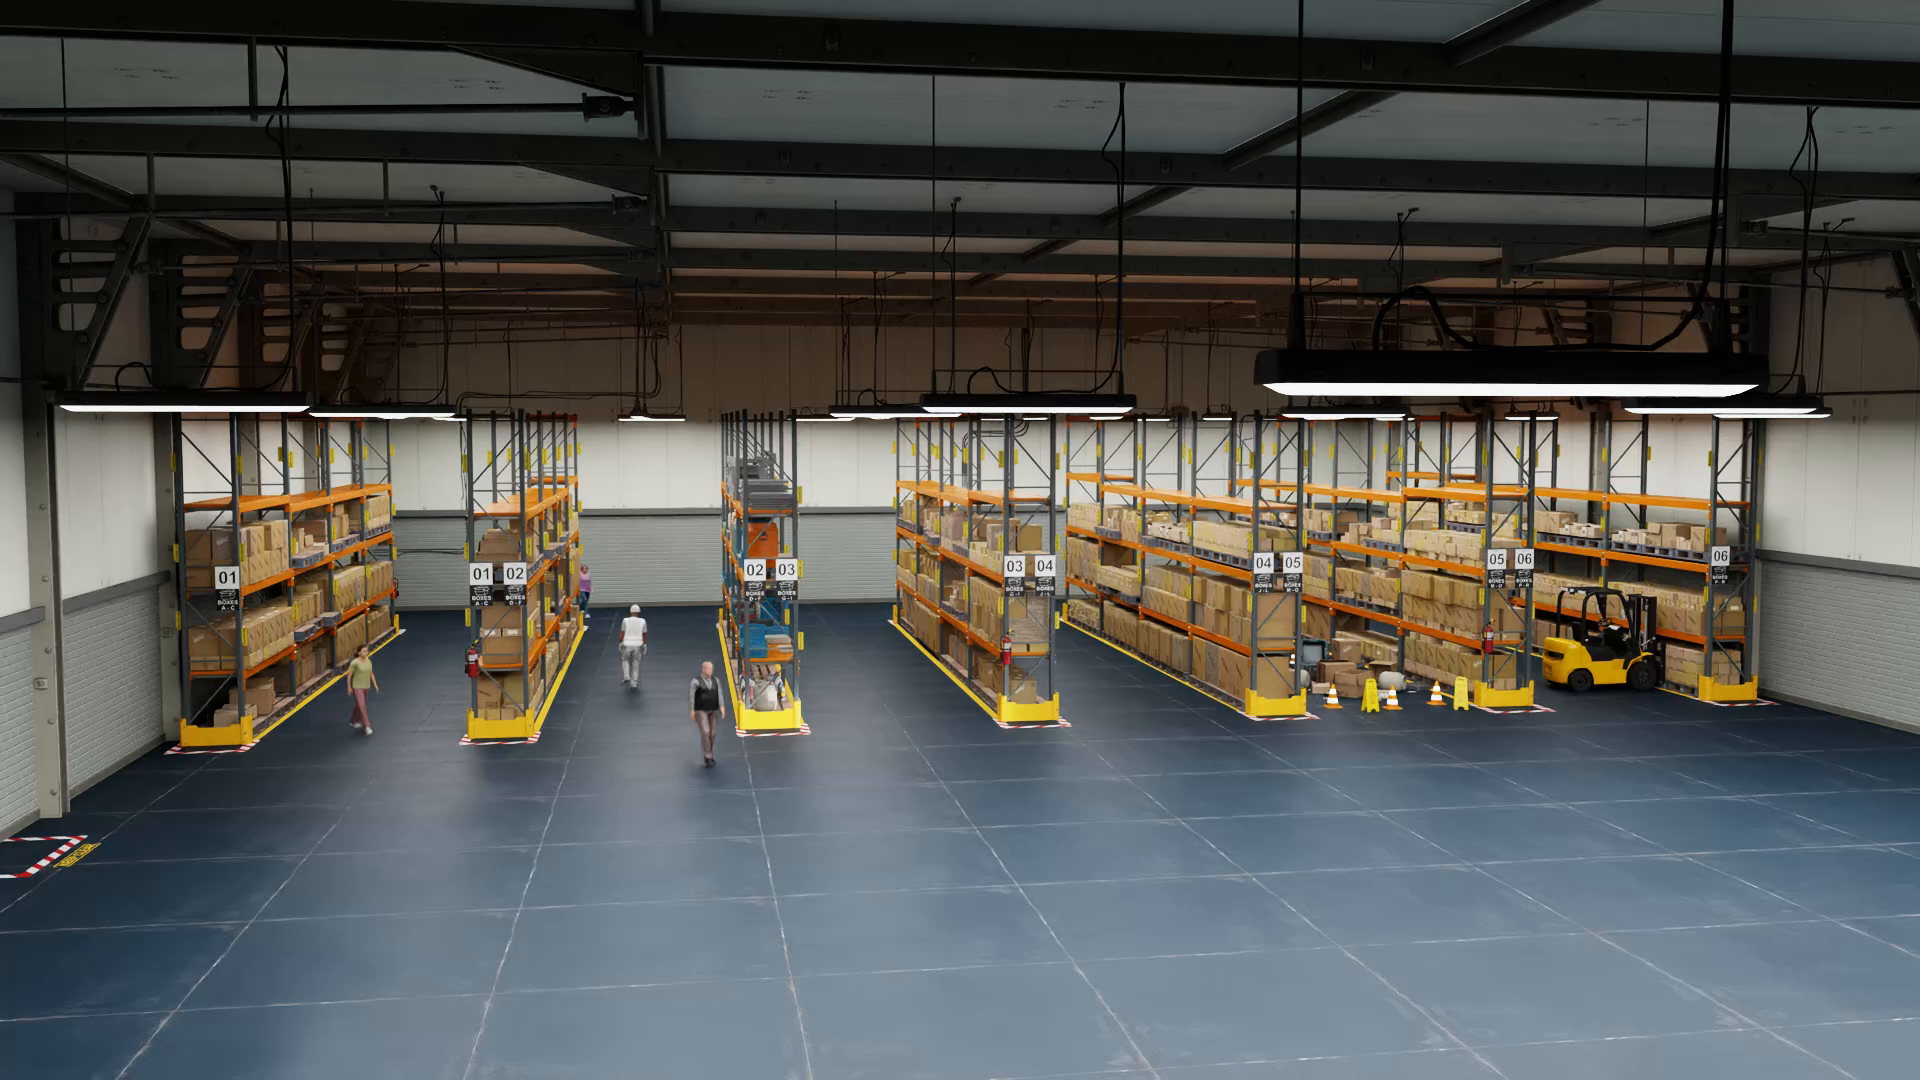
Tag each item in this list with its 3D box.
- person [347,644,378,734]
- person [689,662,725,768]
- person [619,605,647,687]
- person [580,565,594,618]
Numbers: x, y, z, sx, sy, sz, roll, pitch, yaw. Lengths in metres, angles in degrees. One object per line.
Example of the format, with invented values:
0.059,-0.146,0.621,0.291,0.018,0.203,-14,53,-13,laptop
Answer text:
-11.078,2.731,30.836,1.034,1.602,0.506,3,5,39,person
-4.210,2.931,28.036,0.565,1.729,0.777,-3,5,-36,person
-7.104,2.301,36.156,0.605,1.782,0.457,-1,4,-9,person
-11.107,1.519,49.183,0.440,1.503,1.003,-3,5,-37,person
